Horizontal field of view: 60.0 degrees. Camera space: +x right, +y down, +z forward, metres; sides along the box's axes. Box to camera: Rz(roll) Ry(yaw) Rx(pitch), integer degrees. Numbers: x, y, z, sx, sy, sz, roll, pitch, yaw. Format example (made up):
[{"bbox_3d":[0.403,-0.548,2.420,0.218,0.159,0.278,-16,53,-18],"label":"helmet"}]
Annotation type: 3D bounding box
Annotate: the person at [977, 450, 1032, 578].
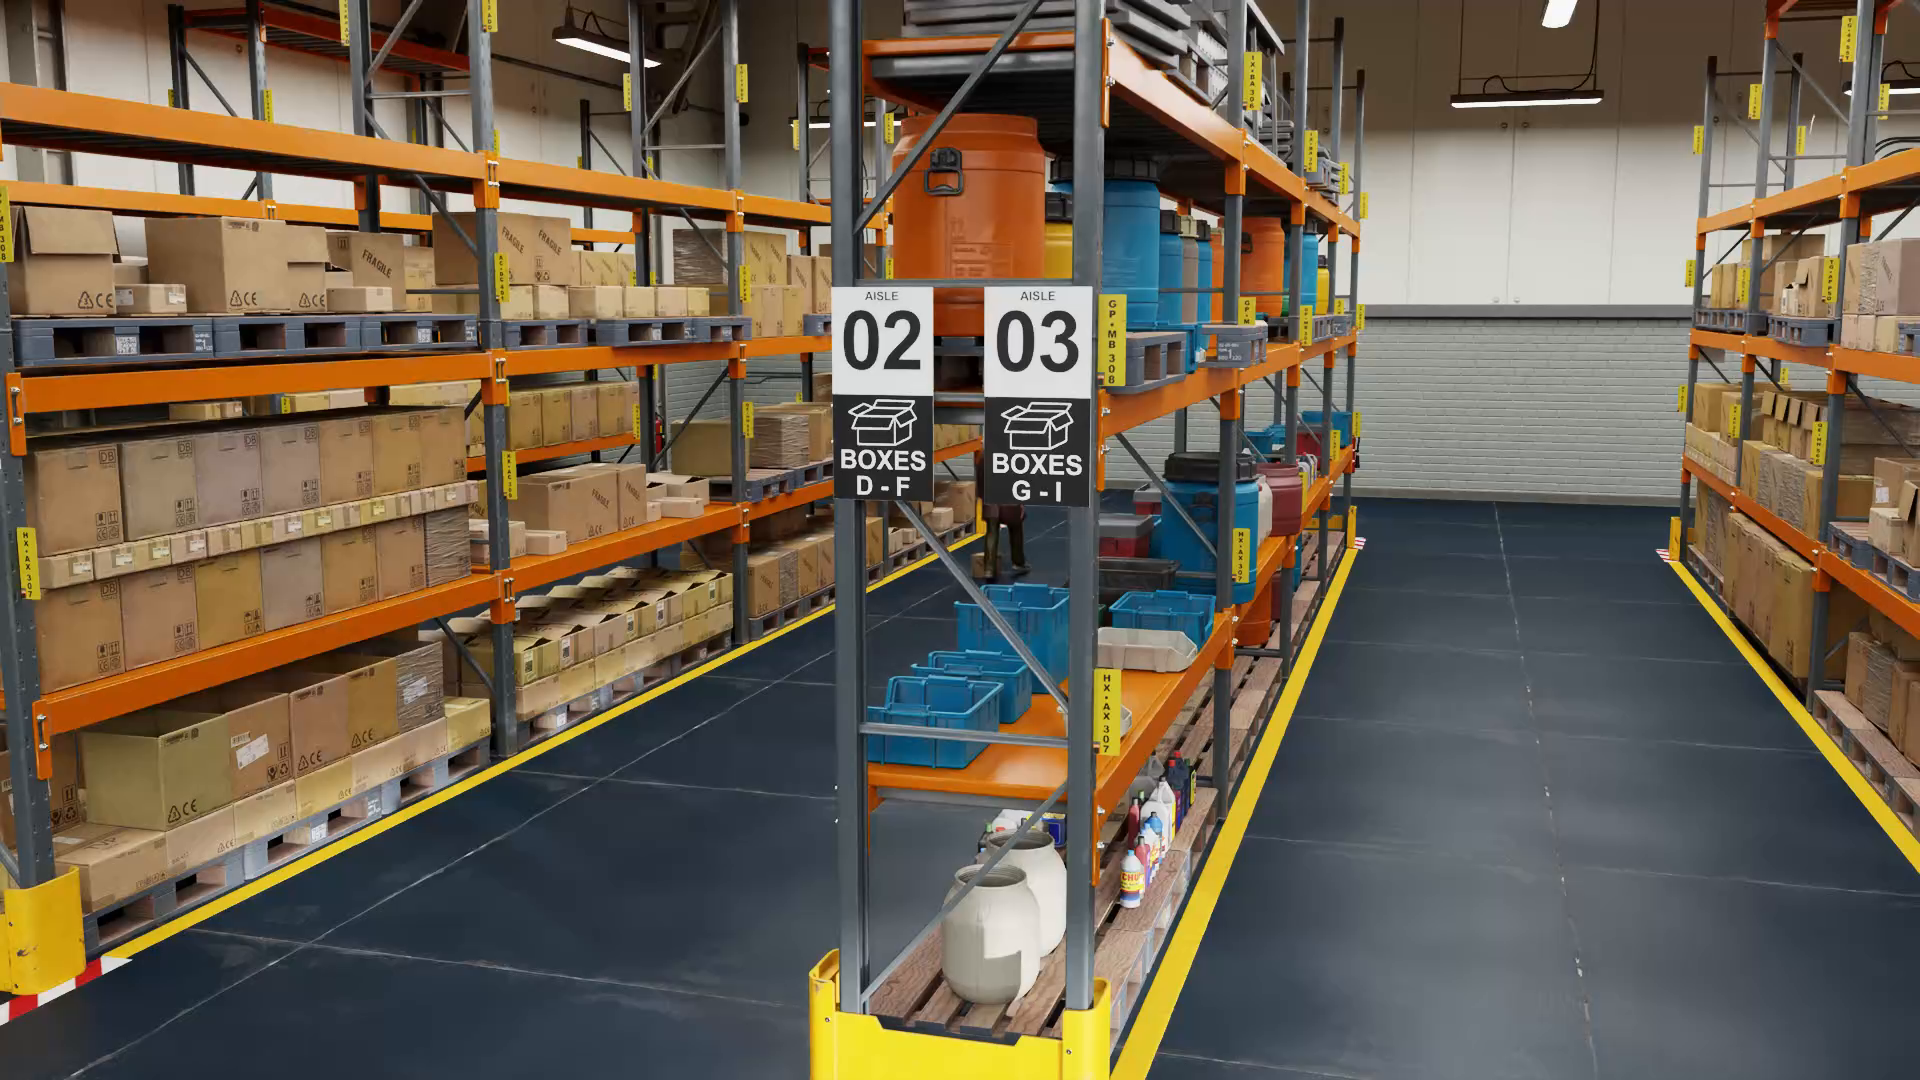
[{"bbox_3d":[0.507,-0.461,18.998,0.627,1.731,1.054,2,8,14],"label":"person"}]
